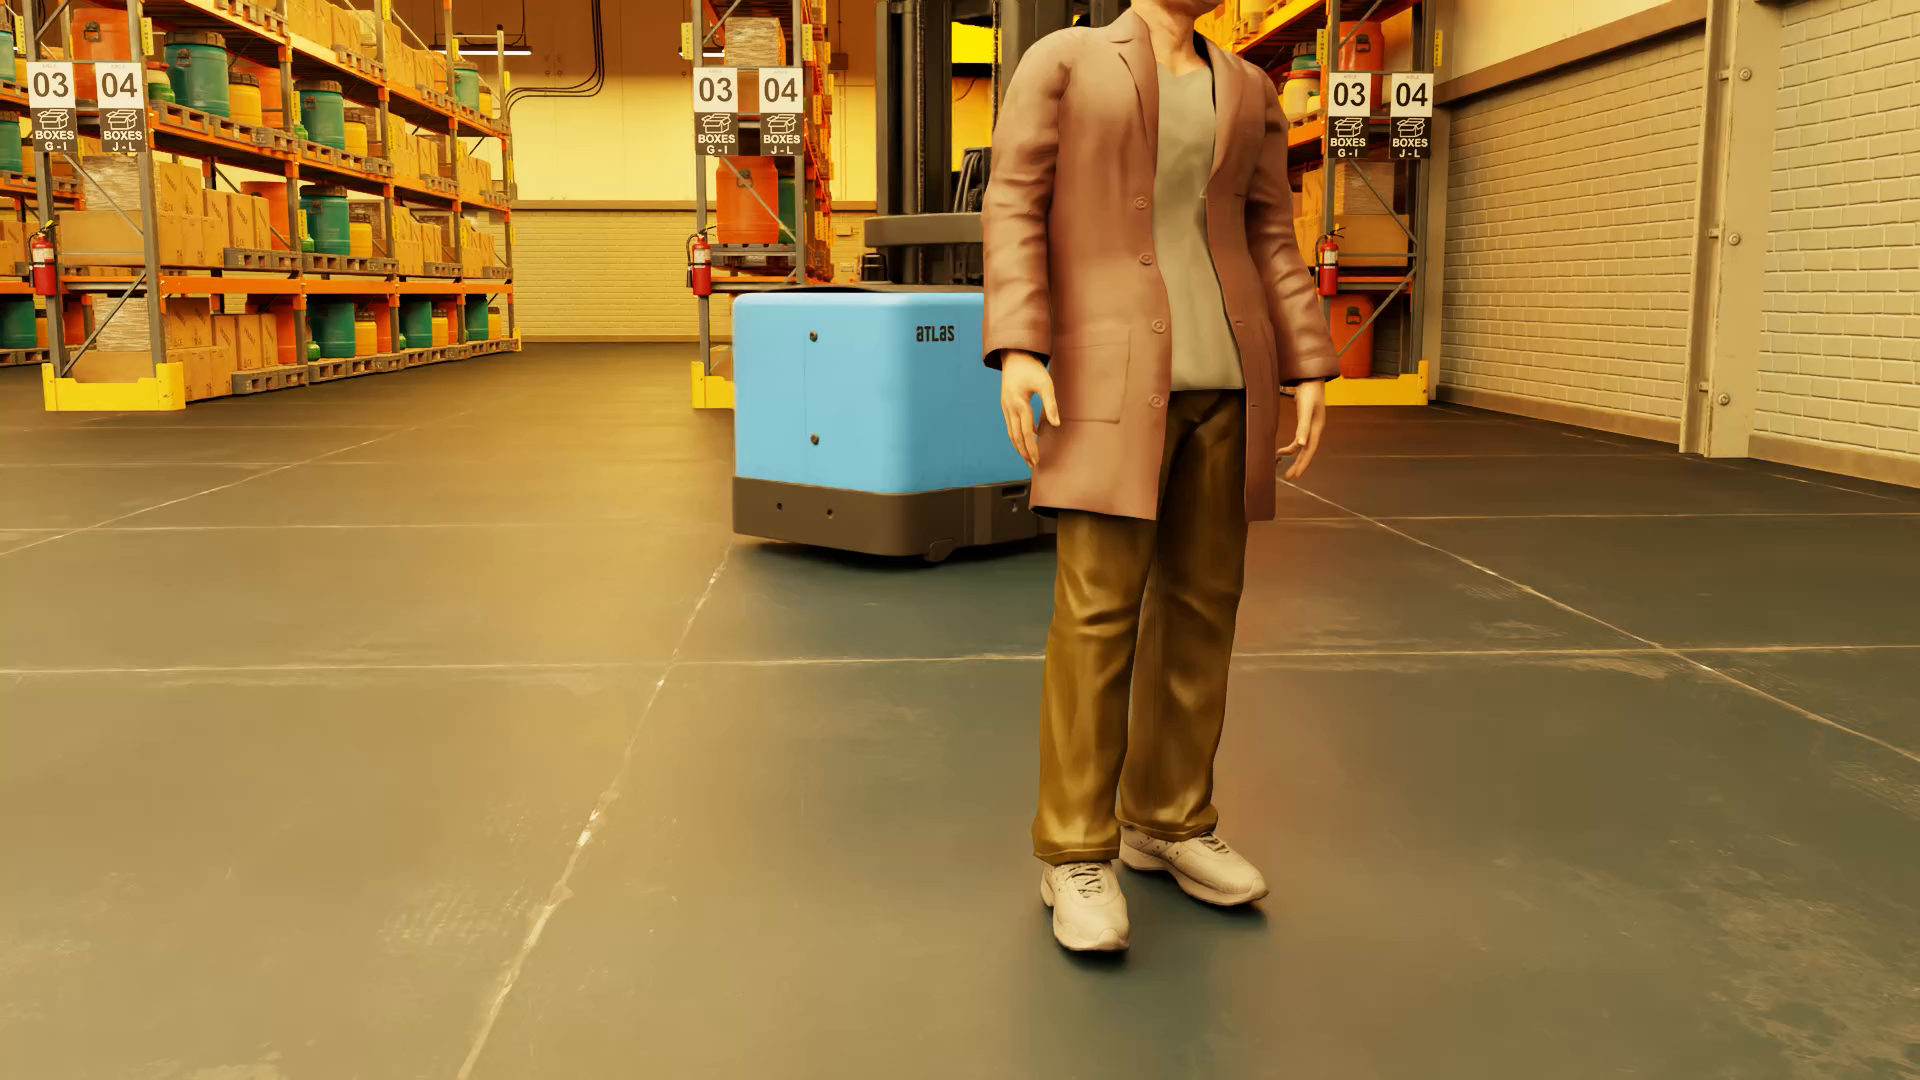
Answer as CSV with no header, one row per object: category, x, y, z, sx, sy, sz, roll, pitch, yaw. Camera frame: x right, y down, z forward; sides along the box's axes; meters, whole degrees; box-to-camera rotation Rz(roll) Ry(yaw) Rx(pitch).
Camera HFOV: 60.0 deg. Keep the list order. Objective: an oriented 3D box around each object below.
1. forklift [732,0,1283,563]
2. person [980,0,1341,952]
forklift,0.407,-1.525,7.598,1.130,2.935,3.031,8,11,42
person,0.395,-0.250,2.887,0.698,1.777,0.580,-3,9,-21
